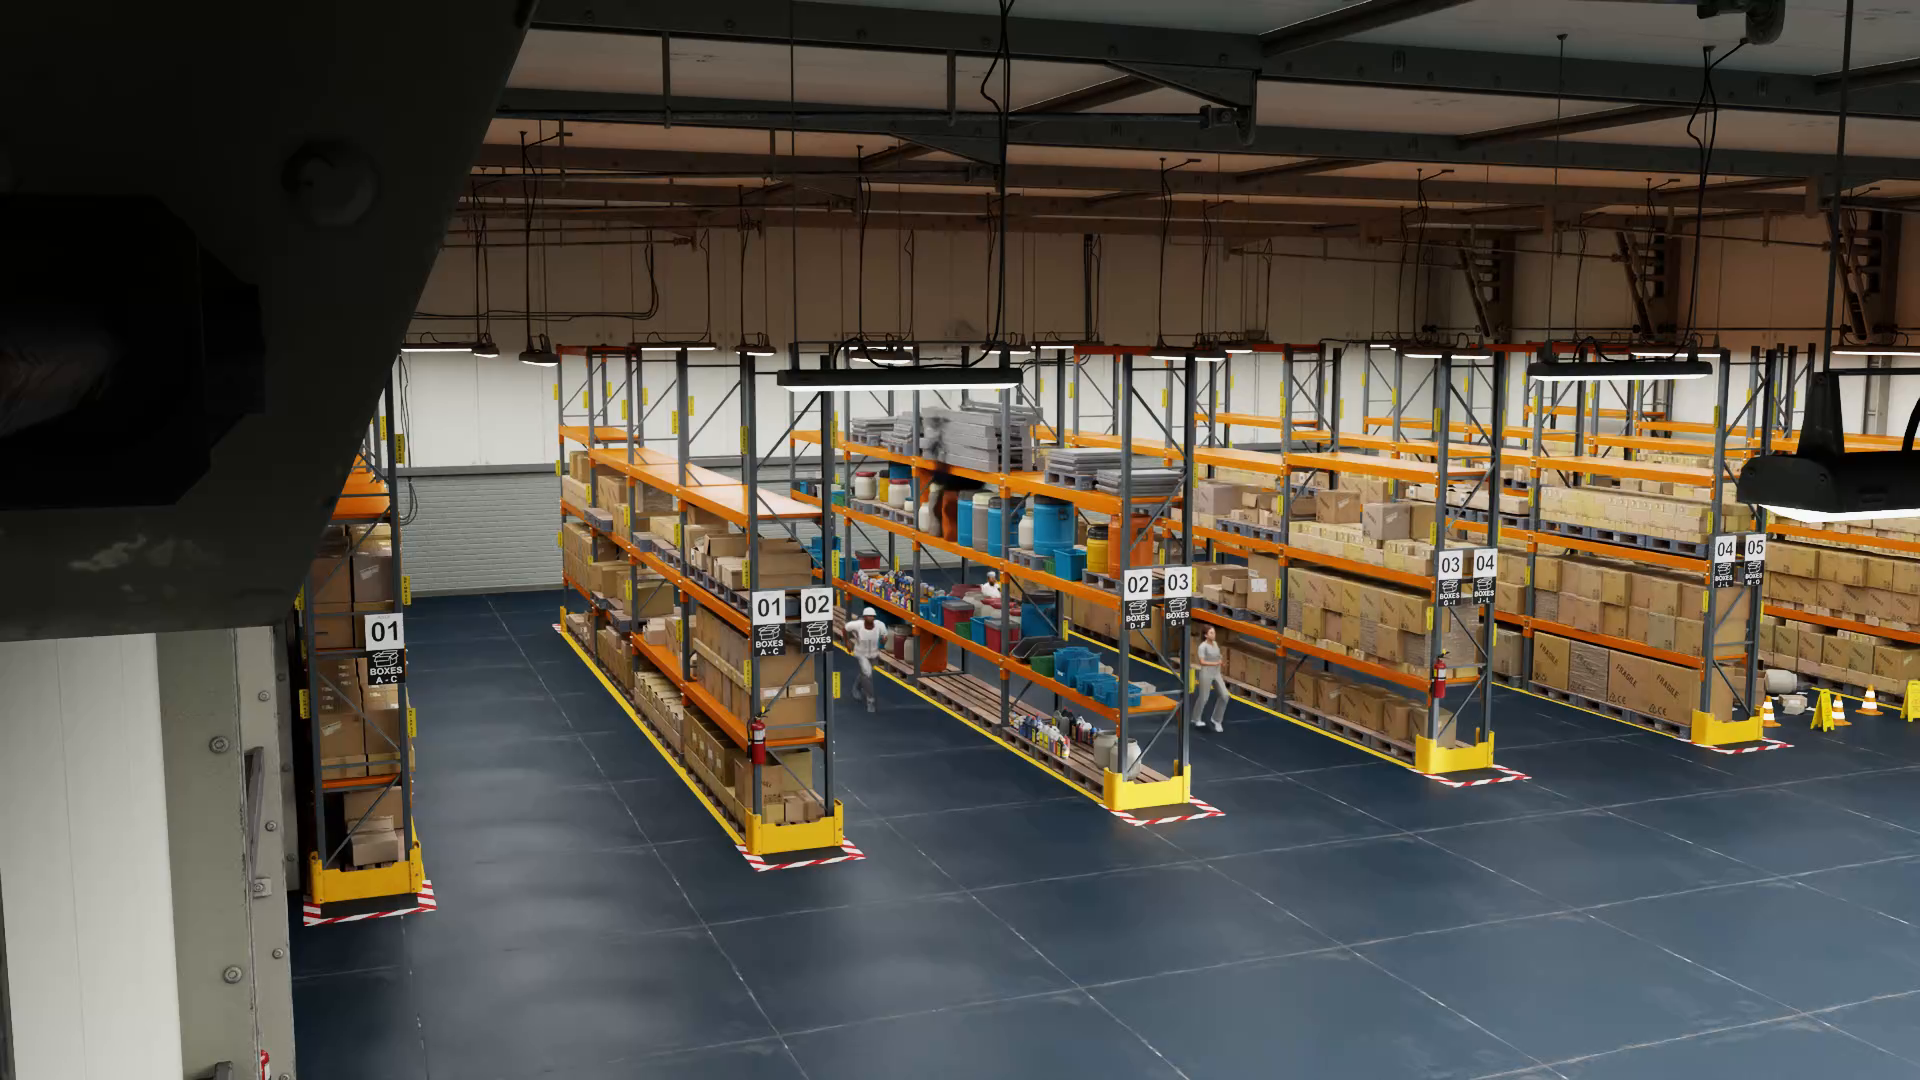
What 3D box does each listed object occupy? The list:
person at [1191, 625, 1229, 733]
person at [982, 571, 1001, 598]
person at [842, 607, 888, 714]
[{"bbox_3d":[3.941,2.179,26.209,0.529,1.700,0.722,-5,9,-34],"label":"person"},{"bbox_3d":[0.596,1.425,32.431,0.607,1.644,0.672,-4,8,-30],"label":"person"},{"bbox_3d":[-1.593,1.960,27.780,0.693,1.777,0.971,-4,8,-29],"label":"person"}]
